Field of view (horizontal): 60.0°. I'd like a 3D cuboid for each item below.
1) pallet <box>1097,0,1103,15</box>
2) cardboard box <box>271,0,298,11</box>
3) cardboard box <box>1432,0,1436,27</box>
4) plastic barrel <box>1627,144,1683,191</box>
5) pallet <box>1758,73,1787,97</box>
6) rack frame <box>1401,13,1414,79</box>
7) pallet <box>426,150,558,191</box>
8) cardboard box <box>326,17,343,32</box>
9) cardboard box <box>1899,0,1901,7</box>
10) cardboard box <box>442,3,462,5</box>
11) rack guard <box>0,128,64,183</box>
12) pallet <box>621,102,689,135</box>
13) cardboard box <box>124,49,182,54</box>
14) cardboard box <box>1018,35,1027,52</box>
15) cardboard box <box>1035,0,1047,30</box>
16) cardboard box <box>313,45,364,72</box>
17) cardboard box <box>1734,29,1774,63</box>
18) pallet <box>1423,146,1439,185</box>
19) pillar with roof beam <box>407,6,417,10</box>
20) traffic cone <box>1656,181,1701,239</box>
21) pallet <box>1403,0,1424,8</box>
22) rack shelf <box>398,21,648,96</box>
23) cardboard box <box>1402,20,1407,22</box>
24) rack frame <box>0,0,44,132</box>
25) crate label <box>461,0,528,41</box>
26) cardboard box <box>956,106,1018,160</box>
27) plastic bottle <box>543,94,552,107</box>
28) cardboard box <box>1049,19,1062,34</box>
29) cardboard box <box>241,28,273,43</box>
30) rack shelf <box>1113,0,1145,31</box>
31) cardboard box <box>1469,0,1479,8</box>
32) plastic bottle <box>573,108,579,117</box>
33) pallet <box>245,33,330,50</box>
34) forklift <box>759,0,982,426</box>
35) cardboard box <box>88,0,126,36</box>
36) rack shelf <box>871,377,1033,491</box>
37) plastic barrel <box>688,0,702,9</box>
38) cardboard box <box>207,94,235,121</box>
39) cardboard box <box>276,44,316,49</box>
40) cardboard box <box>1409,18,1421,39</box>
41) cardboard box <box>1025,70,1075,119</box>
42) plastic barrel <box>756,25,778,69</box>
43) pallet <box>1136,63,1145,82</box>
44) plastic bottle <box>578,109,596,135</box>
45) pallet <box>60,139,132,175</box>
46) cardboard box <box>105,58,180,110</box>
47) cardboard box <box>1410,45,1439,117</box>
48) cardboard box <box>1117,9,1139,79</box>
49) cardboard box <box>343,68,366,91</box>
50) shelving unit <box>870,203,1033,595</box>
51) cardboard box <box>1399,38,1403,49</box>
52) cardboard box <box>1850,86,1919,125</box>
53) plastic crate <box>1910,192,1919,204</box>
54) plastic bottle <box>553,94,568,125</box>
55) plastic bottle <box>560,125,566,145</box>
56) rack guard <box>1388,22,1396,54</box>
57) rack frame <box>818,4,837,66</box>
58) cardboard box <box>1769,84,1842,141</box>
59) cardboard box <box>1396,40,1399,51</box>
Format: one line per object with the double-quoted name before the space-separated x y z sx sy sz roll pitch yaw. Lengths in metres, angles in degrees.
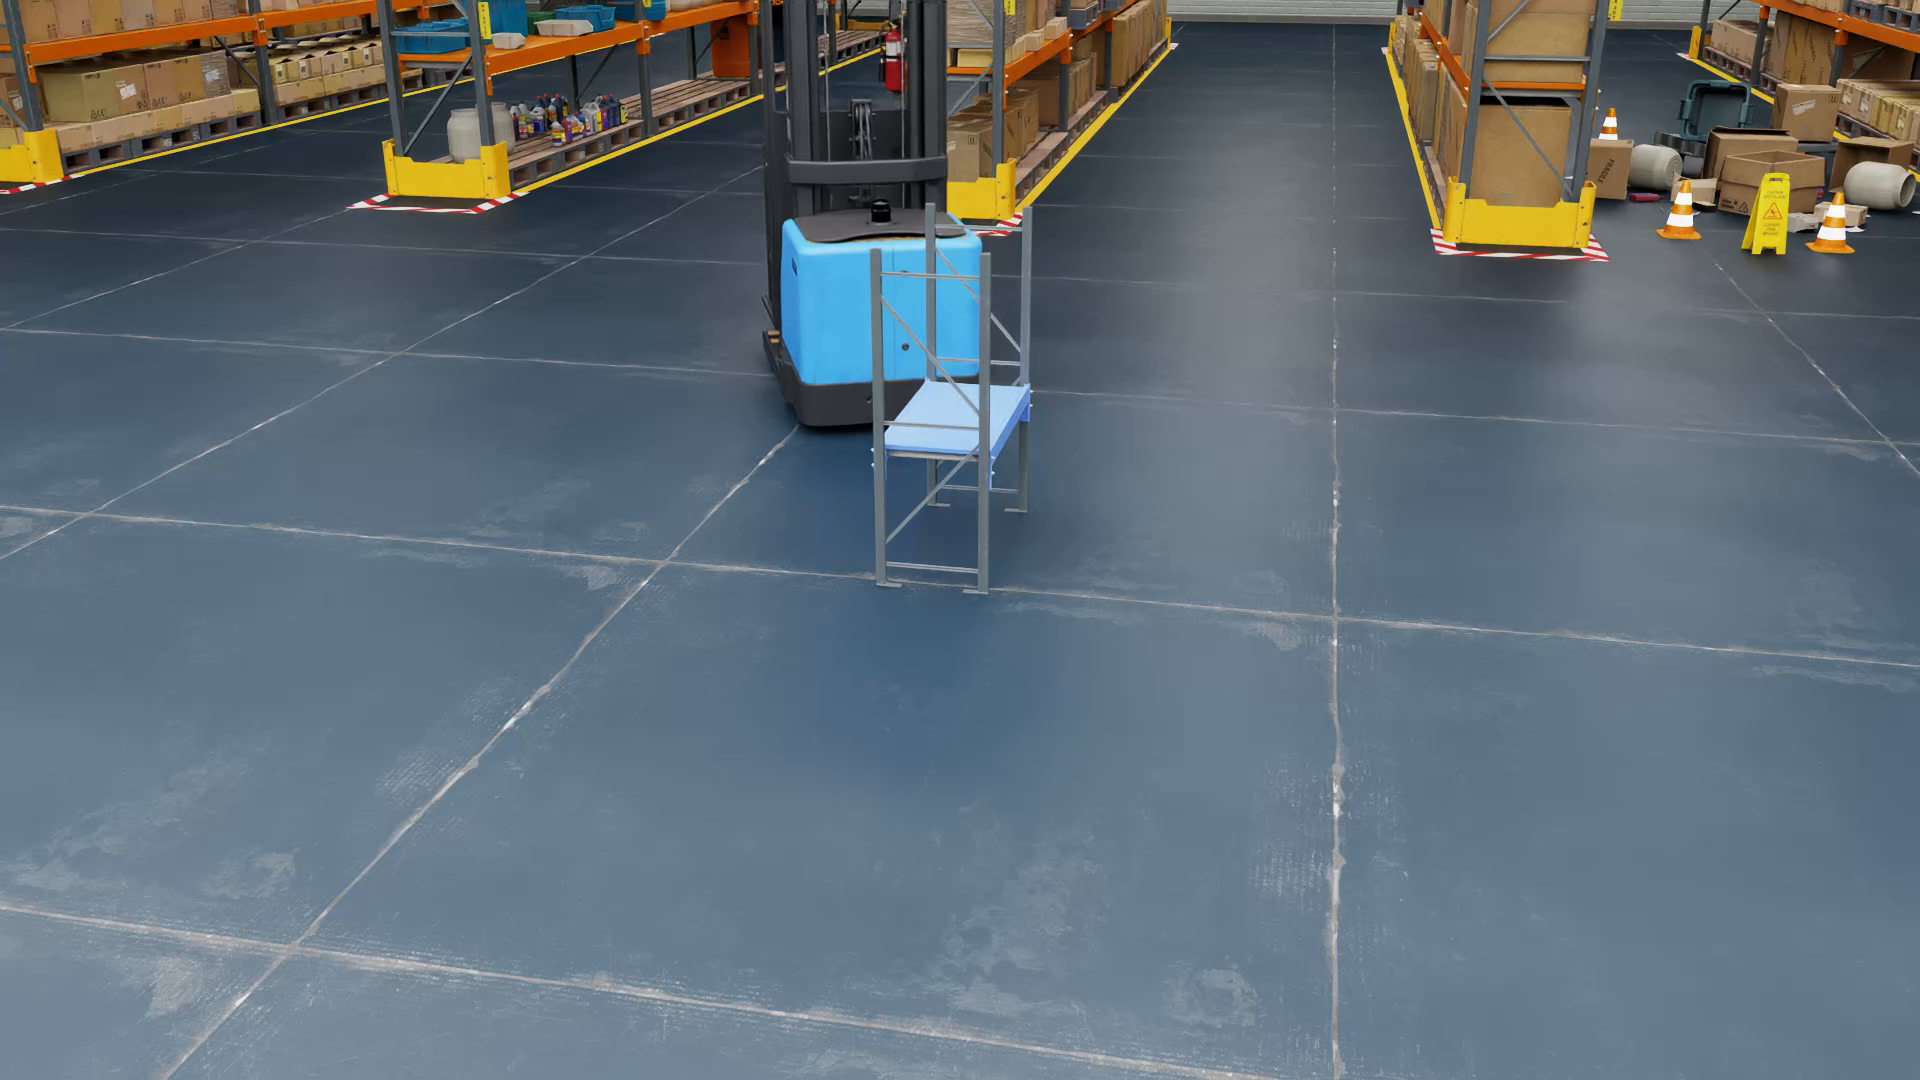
"pallet" 1.164 -6.473 20.167 1.003 0.211 1.213 4 22 11
"cardboard box" -8.605 -6.774 20.996 0.380 0.149 0.250 4 22 11
"cardboard box" 5.597 -6.038 18.697 0.500 0.500 0.500 5 22 11
"plastic barrel" 6.816 -3.684 16.434 0.421 0.421 0.512 -16 27 -35
"pallet" 11.961 -6.415 23.499 1.003 0.211 1.213 4 22 11
"rack frame" 7.179 -8.337 24.538 1.000 3.000 0.127 4 22 11
"pallet" -4.813 -3.775 16.945 1.003 0.211 1.213 4 22 11
"cardboard box" -11.738 -9.557 30.351 0.700 0.500 0.500 5 22 12
"cardboard box" 10.720 -6.010 18.536 0.380 0.149 0.250 5 23 13
"cardboard box" -7.895 -8.377 26.391 0.500 0.250 0.500 5 22 11
"rack guard" -9.807 -3.951 16.996 1.175 0.500 0.348 4 22 11
"pallet" -4.015 -5.200 20.483 1.003 0.211 1.213 4 22 11
"cardboard box" -9.481 -5.521 19.660 0.500 0.500 0.500 4 22 11
"cardboard box" 0.435 -4.790 16.069 0.380 0.149 0.250 4 22 11
"cardboard box" 0.419 -5.480 16.913 0.875 0.500 0.500 4 22 11
"cardboard box" -8.345 -6.457 22.238 0.500 0.311 0.500 5 22 12
"cardboard box" 12.460 -7.552 25.456 0.875 0.438 0.875 4 22 9
"pallet" 5.314 -3.845 17.119 1.003 0.211 1.213 4 22 11
"pillar with roof beam" -7.469 -14.855 32.694 9.100 9.000 0.400 4 22 11
"traffic cone" 6.228 -2.857 14.329 0.336 0.463 0.334 4 22 11
"pallet" 6.404 -7.054 21.609 1.213 0.211 1.003 4 22 11
"rack shelf" -4.546 -5.138 17.560 1.077 0.370 4.000 4 22 11
"cardboard box" 7.405 -8.392 27.134 0.380 0.149 0.250 5 23 13
"rack frame" -9.802 -5.120 16.550 1.000 3.000 0.127 4 22 11
"crate label" -4.843 -5.451 17.325 0.502 0.435 0.616 4 22 11
"cardboard box" 0.274 -4.074 16.739 0.500 0.500 0.500 7 23 16
"plastic bottle" -4.708 -4.915 19.000 0.144 0.351 0.185 5 22 12
"cardboard box" 0.895 -5.518 17.875 0.380 0.149 0.250 4 22 11
"cardboard box" -12.209 -8.835 28.090 0.750 0.750 0.750 5 22 12
"rack shelf" 1.936 -7.687 23.887 1.077 0.370 4.000 4 22 11
"cardboard box" 4.866 -4.859 14.258 0.875 0.550 0.550 4 22 11
"plastic bottle" -4.233 -4.651 18.433 0.061 0.283 0.133 4 22 11
"pallet" -11.972 -8.863 29.578 1.003 0.211 1.213 4 22 11
"forklift" -0.671 -2.508 10.158 1.130 2.935 3.031 -5 22 -11
"cardboard box" -9.485 -5.709 17.881 0.700 0.500 0.500 5 22 11
"rack shelf" -0.017 -0.498 7.563 0.538 0.185 1.000 4 22 11
"plastic barrel" -3.490 -7.026 21.103 0.433 0.535 0.433 0 22 0
"cardboard box" -8.978 -5.134 19.703 0.500 0.250 0.500 4 22 11
"cardboard box" -8.874 -6.489 22.317 0.500 0.311 0.500 4 22 10
"cardboard box" 6.663 -7.275 23.682 0.500 0.250 0.500 5 22 12
"cardboard box" 0.973 -5.267 19.672 0.700 0.500 0.500 4 22 11
"plastic barrel" -3.008 -7.336 24.719 0.600 0.588 0.708 4 22 11
"pallet" 2.260 -7.170 25.375 1.003 0.211 1.213 4 22 11
"plastic bottle" -4.129 -4.639 18.415 0.152 0.276 0.135 5 22 12
"pallet" -9.687 -4.109 17.774 1.003 0.211 1.213 4 22 11
"cardboard box" -9.166 -5.114 18.652 0.500 0.500 0.500 4 22 11
"cardboard box" 5.975 -5.489 19.917 1.050 0.750 0.750 5 22 12
"cardboard box" 1.878 -7.074 23.686 1.225 0.875 0.875 5 22 11
"cardboard box" -8.348 -6.193 22.334 0.500 0.250 0.500 5 22 12
"shelving unit" -0.017 -0.664 7.496 0.538 1.500 1.048 4 22 11
"cardboard box" 7.012 -7.686 25.778 0.380 0.149 0.250 4 22 9
"cardboard box" 10.961 -5.033 19.291 0.950 0.372 0.625 4 22 10
"plastic crate" 9.290 -3.205 15.703 0.402 0.080 0.583 -3 22 -8
"plastic bottle" -4.567 -4.904 18.973 0.144 0.351 0.185 4 22 11
"plastic bottle" -4.258 -4.324 17.731 0.097 0.201 0.097 0 22 0
"rack guard" 7.979 -8.612 28.569 1.175 0.500 0.348 4 22 11
"rack frame" -2.505 -9.129 26.506 1.000 3.000 0.127 4 22 11
"cardboard box" 8.664 -4.387 17.064 0.500 0.500 0.500 4 22 11
"cardboard box" 7.303 -8.041 27.059 0.380 0.149 0.250 3 22 8
